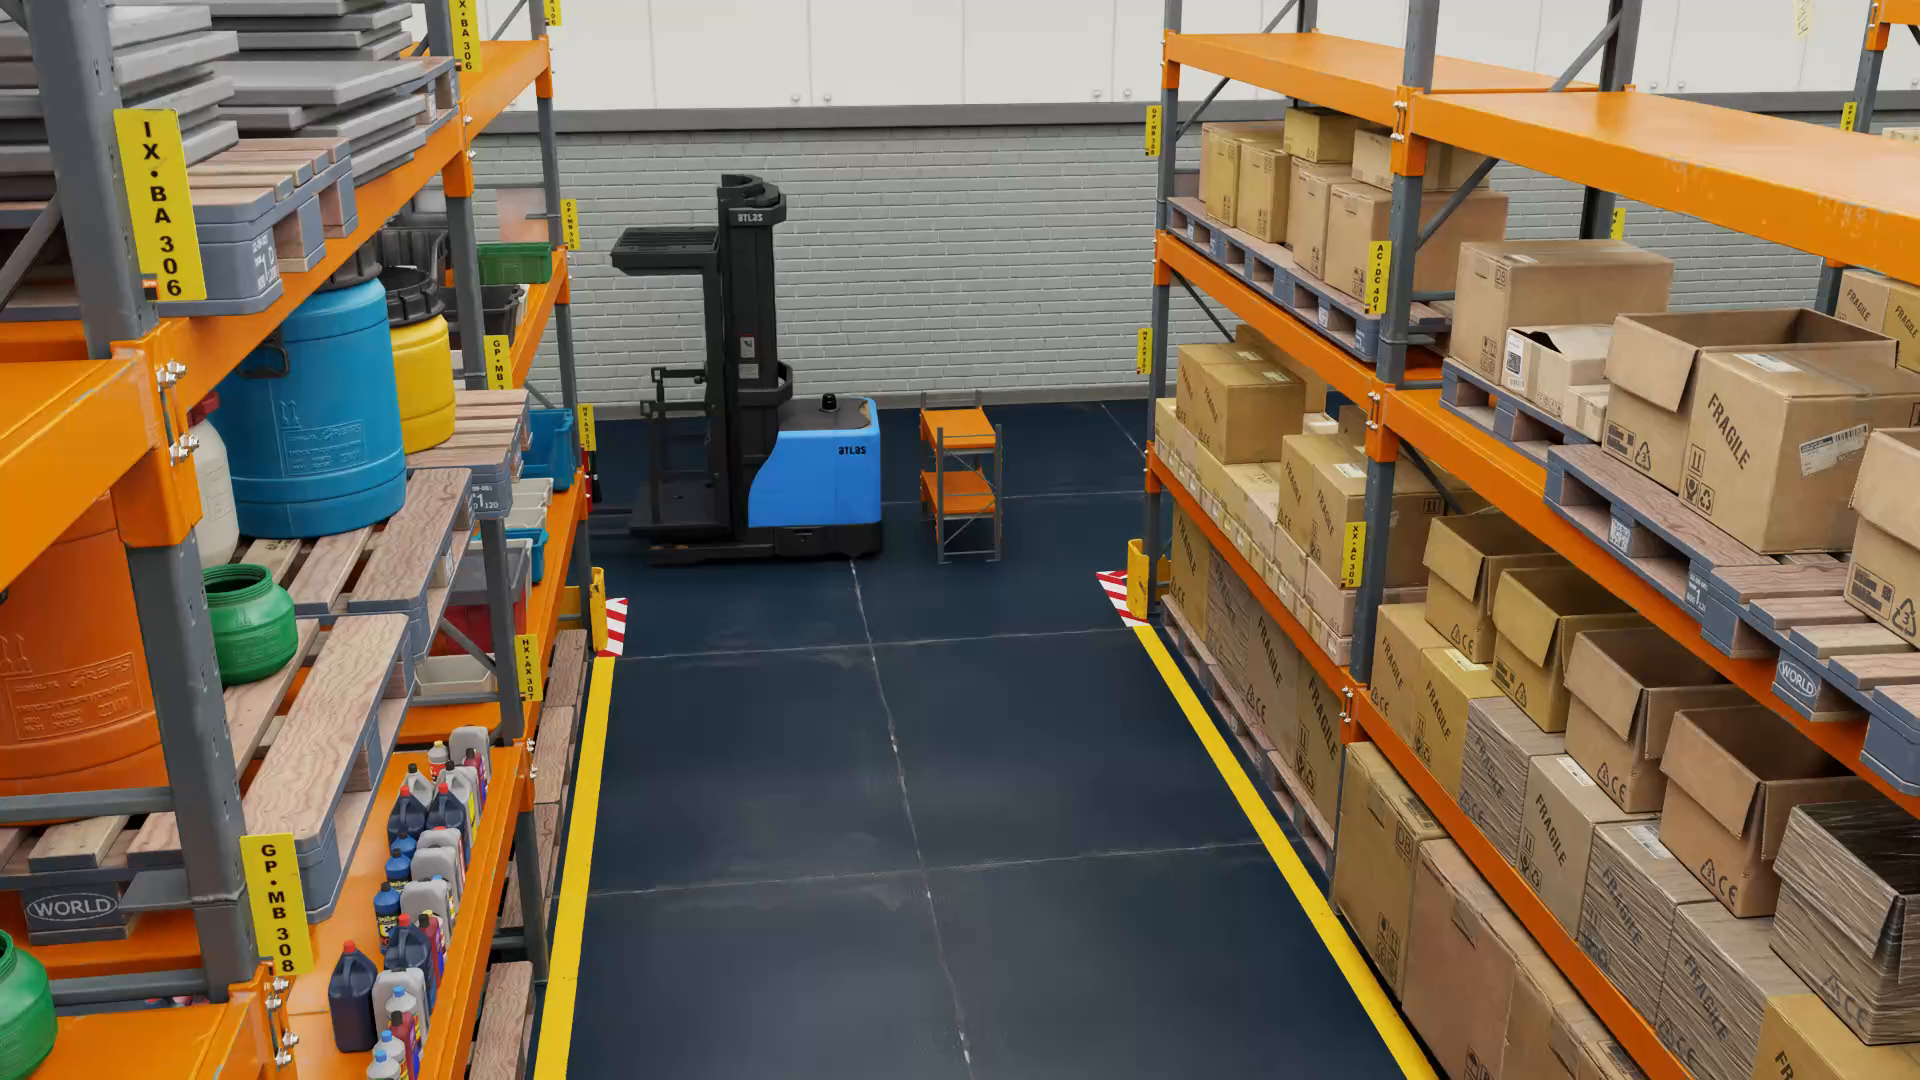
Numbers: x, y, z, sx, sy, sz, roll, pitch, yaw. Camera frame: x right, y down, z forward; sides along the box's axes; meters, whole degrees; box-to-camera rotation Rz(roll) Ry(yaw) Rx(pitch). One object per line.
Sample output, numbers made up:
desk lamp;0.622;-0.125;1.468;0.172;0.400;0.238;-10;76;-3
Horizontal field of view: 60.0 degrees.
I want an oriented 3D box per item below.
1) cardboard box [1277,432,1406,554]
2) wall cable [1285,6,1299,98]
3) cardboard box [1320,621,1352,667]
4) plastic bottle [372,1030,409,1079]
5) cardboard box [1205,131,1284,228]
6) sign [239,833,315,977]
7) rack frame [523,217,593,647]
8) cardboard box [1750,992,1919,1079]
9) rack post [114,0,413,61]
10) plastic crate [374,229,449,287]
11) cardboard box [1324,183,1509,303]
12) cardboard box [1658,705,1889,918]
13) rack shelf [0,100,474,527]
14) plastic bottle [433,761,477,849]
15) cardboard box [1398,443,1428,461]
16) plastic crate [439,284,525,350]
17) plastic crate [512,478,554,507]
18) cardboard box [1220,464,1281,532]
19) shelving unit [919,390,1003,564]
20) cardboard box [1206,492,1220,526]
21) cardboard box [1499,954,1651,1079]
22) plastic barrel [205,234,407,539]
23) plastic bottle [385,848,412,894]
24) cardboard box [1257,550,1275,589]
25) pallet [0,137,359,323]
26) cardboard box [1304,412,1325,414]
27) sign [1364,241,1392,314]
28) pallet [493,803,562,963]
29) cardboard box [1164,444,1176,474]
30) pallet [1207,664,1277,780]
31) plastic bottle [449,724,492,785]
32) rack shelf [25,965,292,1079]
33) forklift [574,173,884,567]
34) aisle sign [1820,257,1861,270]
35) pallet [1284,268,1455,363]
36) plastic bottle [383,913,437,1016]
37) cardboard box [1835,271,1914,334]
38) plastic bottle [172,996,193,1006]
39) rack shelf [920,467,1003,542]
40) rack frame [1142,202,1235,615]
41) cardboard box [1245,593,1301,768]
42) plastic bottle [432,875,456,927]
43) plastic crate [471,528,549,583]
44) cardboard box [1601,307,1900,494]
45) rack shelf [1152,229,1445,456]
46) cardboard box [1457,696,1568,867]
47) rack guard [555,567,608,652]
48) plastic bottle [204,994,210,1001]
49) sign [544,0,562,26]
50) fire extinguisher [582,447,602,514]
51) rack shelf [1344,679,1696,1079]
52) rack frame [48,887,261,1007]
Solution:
cardboard box;2.016;-0.255;8.830;0.500;0.500;0.500;-3;21;-7
wall cable;4.434;-7.349;15.935;2.277;5.999;0.120;-3;21;-8
cardboard box;2.047;0.513;8.414;0.380;0.149;0.250;-3;21;-7
plastic bottle;-1.775;1.652;5.190;0.097;0.271;0.097;0;20;0
cardboard box;1.928;-2.218;10.194;0.700;0.500;0.500;-4;21;-10
sign;-1.366;0.733;3.329;0.100;0.325;0.005;-3;21;-8
rack frame;-3.063;-0.651;11.171;1.000;3.000;0.127;-3;21;-8
cardboard box;2.675;1.664;4.830;0.500;0.500;0.500;-2;21;-6
rack post;-2.396;-1.747;5.641;0.937;0.300;0.954;-3;21;-9
plastic crate;-3.114;-1.484;9.204;0.504;0.338;0.767;-3;21;-8
cardboard box;2.243;-1.479;8.216;0.700;0.500;0.500;-4;21;-11
cardboard box;2.811;0.873;5.515;0.797;0.503;0.637;-2;21;-6
rack shelf;-2.198;-0.859;4.755;1.077;0.370;4.000;-3;21;-8
plastic bottle;-2.030;1.059;6.664;0.144;0.351;0.185;-3;21;-8
cardboard box;2.536;-0.286;8.911;0.500;0.500;0.500;-3;21;-8
plastic crate;-2.394;-1.054;8.150;0.497;0.269;0.590;-3;21;-8
plastic crate;-2.766;-0.282;10.475;0.396;0.136;0.243;-3;21;-8
cardboard box;1.871;-0.256;9.902;0.500;0.250;0.500;-3;21;-9
shelving unit;-0.001;-0.529;13.526;0.538;1.125;1.048;-3;21;-8
cardboard box;1.751;-0.198;10.319;0.380;0.149;0.250;-3;21;-8
cardboard box;2.792;2.119;6.192;1.225;0.875;0.875;-3;21;-8
plastic barrel;-2.089;-0.519;5.215;0.600;0.901;0.708;-3;21;-8
plastic bottle;-2.085;1.275;6.199;0.097;0.271;0.097;0;20;0
cardboard box;1.898;0.157;9.368;0.380;0.149;0.250;-3;21;-7
pallet;-1.983;-0.667;3.481;1.213;0.211;1.003;-3;21;-8
cardboard box;2.171;-0.815;11.401;0.500;0.250;0.500;-3;21;-9
sign;1.866;-1.171;7.426;0.100;0.325;0.005;-3;21;-8
pallet;-2.630;1.788;8.627;1.003;0.211;1.213;-3;21;-8
cardboard box;1.602;-0.554;11.273;0.380;0.149;0.250;-3;21;-9
pallet;2.204;1.100;10.469;1.003;0.211;1.213;-3;21;-8
plastic bottle;-2.109;0.913;7.163;0.152;0.276;0.135;-3;21;-8
rack shelf;-1.621;1.744;1.502;1.077;0.370;4.000;-3;21;-8
forklift;-2.161;-1.350;13.143;3.031;2.935;1.130;-2;21;-5
aisle sign;6.454;-2.344;11.988;0.394;0.787;0.004;-3;21;-8
pallet;2.308;-1.163;8.382;1.003;0.211;1.213;-3;21;-8
plastic bottle;-1.871;1.441;5.643;0.144;0.351;0.185;-3;21;-8
cardboard box;6.563;-1.601;11.719;0.500;0.500;0.500;-3;21;-8
plastic bottle;-2.540;1.546;5.456;0.061;0.283;0.133;-3;21;-8
rack shelf;-0.001;-0.300;13.611;0.538;0.278;1.000;-3;21;-8
rack frame;1.839;-0.900;11.840;1.000;3.000;0.127;-3;21;-8
cardboard box;2.269;0.739;9.887;0.875;0.875;0.875;-3;21;-8
plastic bottle;-1.921;1.334;6.141;0.097;0.201;0.097;0;20;0
plastic crate;-2.513;0.098;9.321;0.416;0.233;0.300;-3;21;-8
cardboard box;2.676;-0.487;5.698;0.797;0.503;0.637;-3;21;-8
rack shelf;2.127;-1.276;9.587;1.077;0.370;4.000;-3;21;-8
cardboard box;2.379;0.957;6.724;0.500;0.500;0.500;-3;21;-9
rack guard;-3.079;0.513;11.629;1.175;0.500;0.348;-3;21;-8
plastic bottle;-2.582;1.461;5.589;0.144;0.351;0.185;-3;21;-8
sign;-2.521;-3.343;10.267;0.100;0.325;0.005;-3;21;-8
fire extinguisher;-2.635;-0.515;11.451;0.296;0.674;0.183;-3;21;-8
rack shelf;2.703;1.514;6.404;1.077;0.370;4.000;-3;21;-8
rack frame;-1.909;2.119;3.755;1.000;3.000;0.127;-3;21;-8
